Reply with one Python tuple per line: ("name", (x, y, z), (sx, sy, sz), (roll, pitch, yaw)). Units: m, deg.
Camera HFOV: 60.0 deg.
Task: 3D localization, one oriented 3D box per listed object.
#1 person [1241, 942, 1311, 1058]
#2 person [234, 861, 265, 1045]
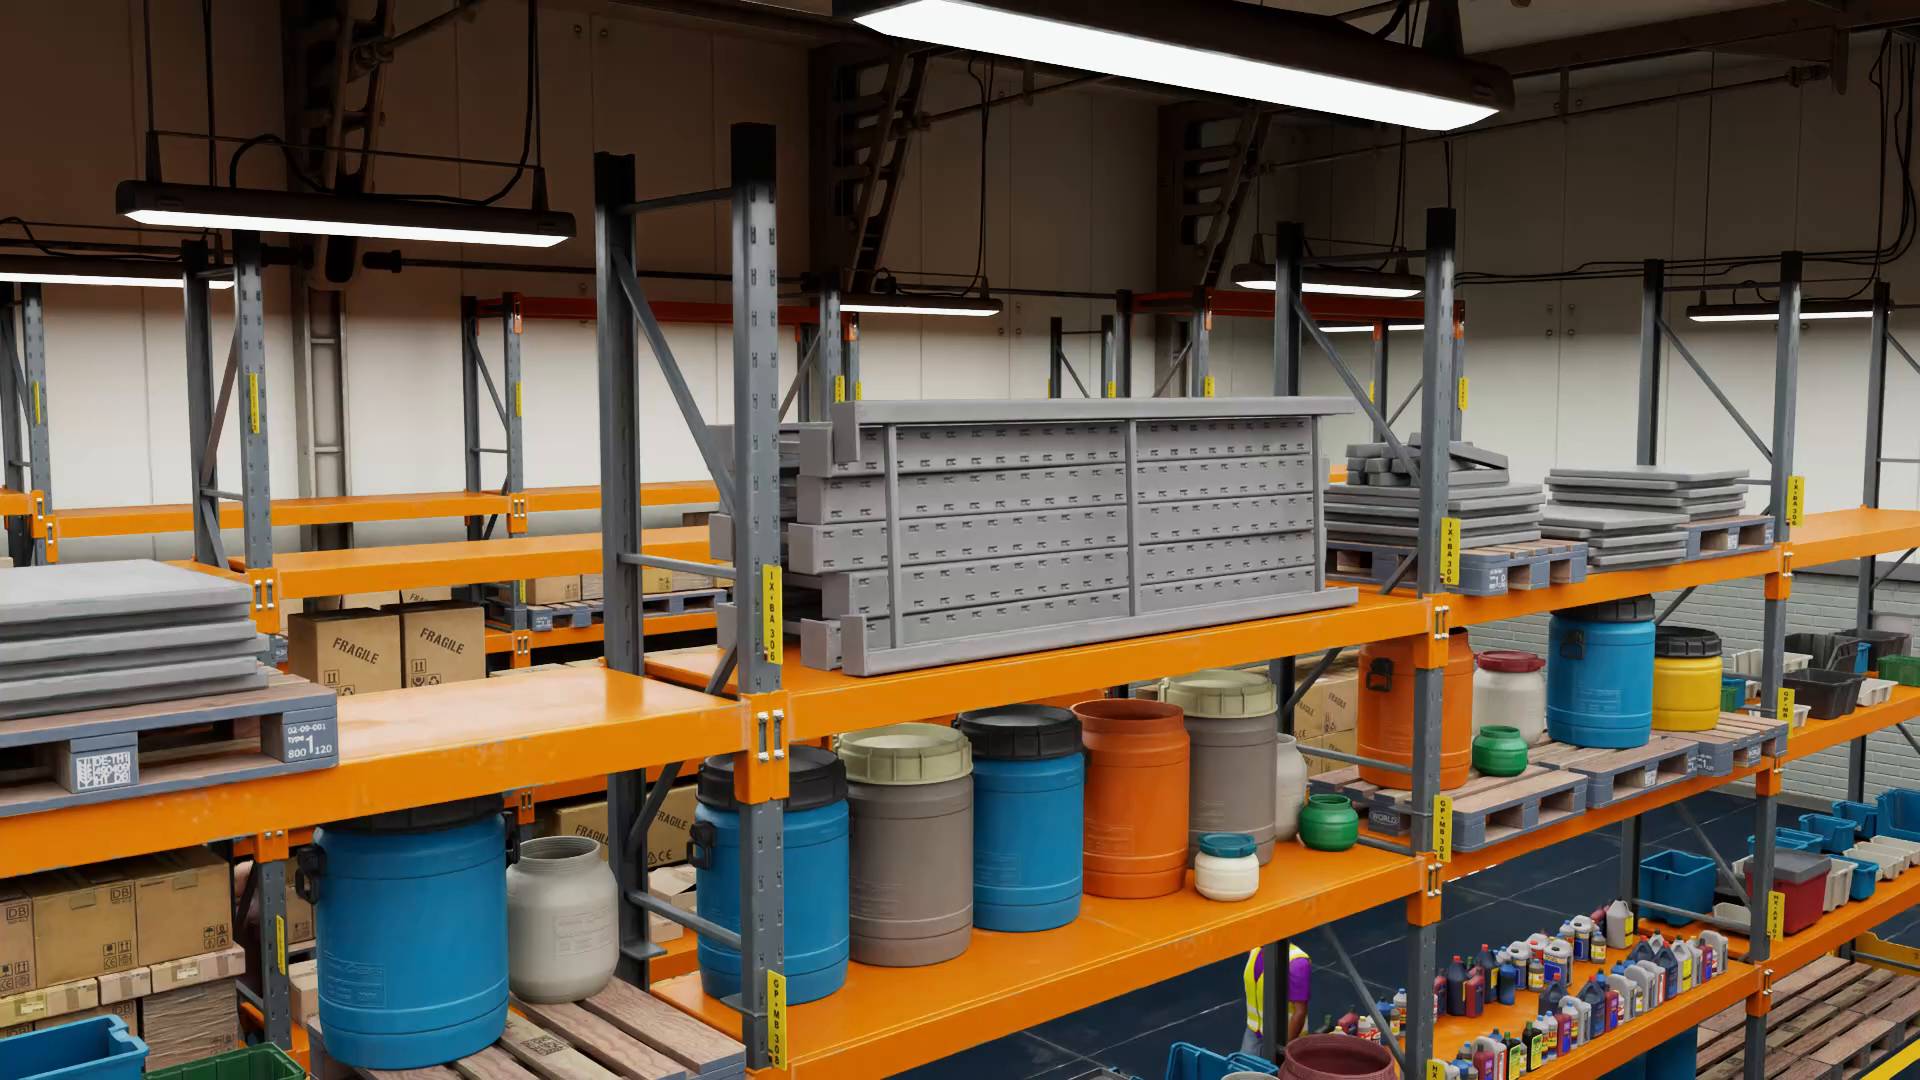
("person", (2.021, 3.258, 10.908), (0.705, 1.771, 0.622), (-3, 6, -31))
("person", (-5.104, 3.222, 11.839), (0.883, 1.649, 0.646), (-3, 6, -28))
